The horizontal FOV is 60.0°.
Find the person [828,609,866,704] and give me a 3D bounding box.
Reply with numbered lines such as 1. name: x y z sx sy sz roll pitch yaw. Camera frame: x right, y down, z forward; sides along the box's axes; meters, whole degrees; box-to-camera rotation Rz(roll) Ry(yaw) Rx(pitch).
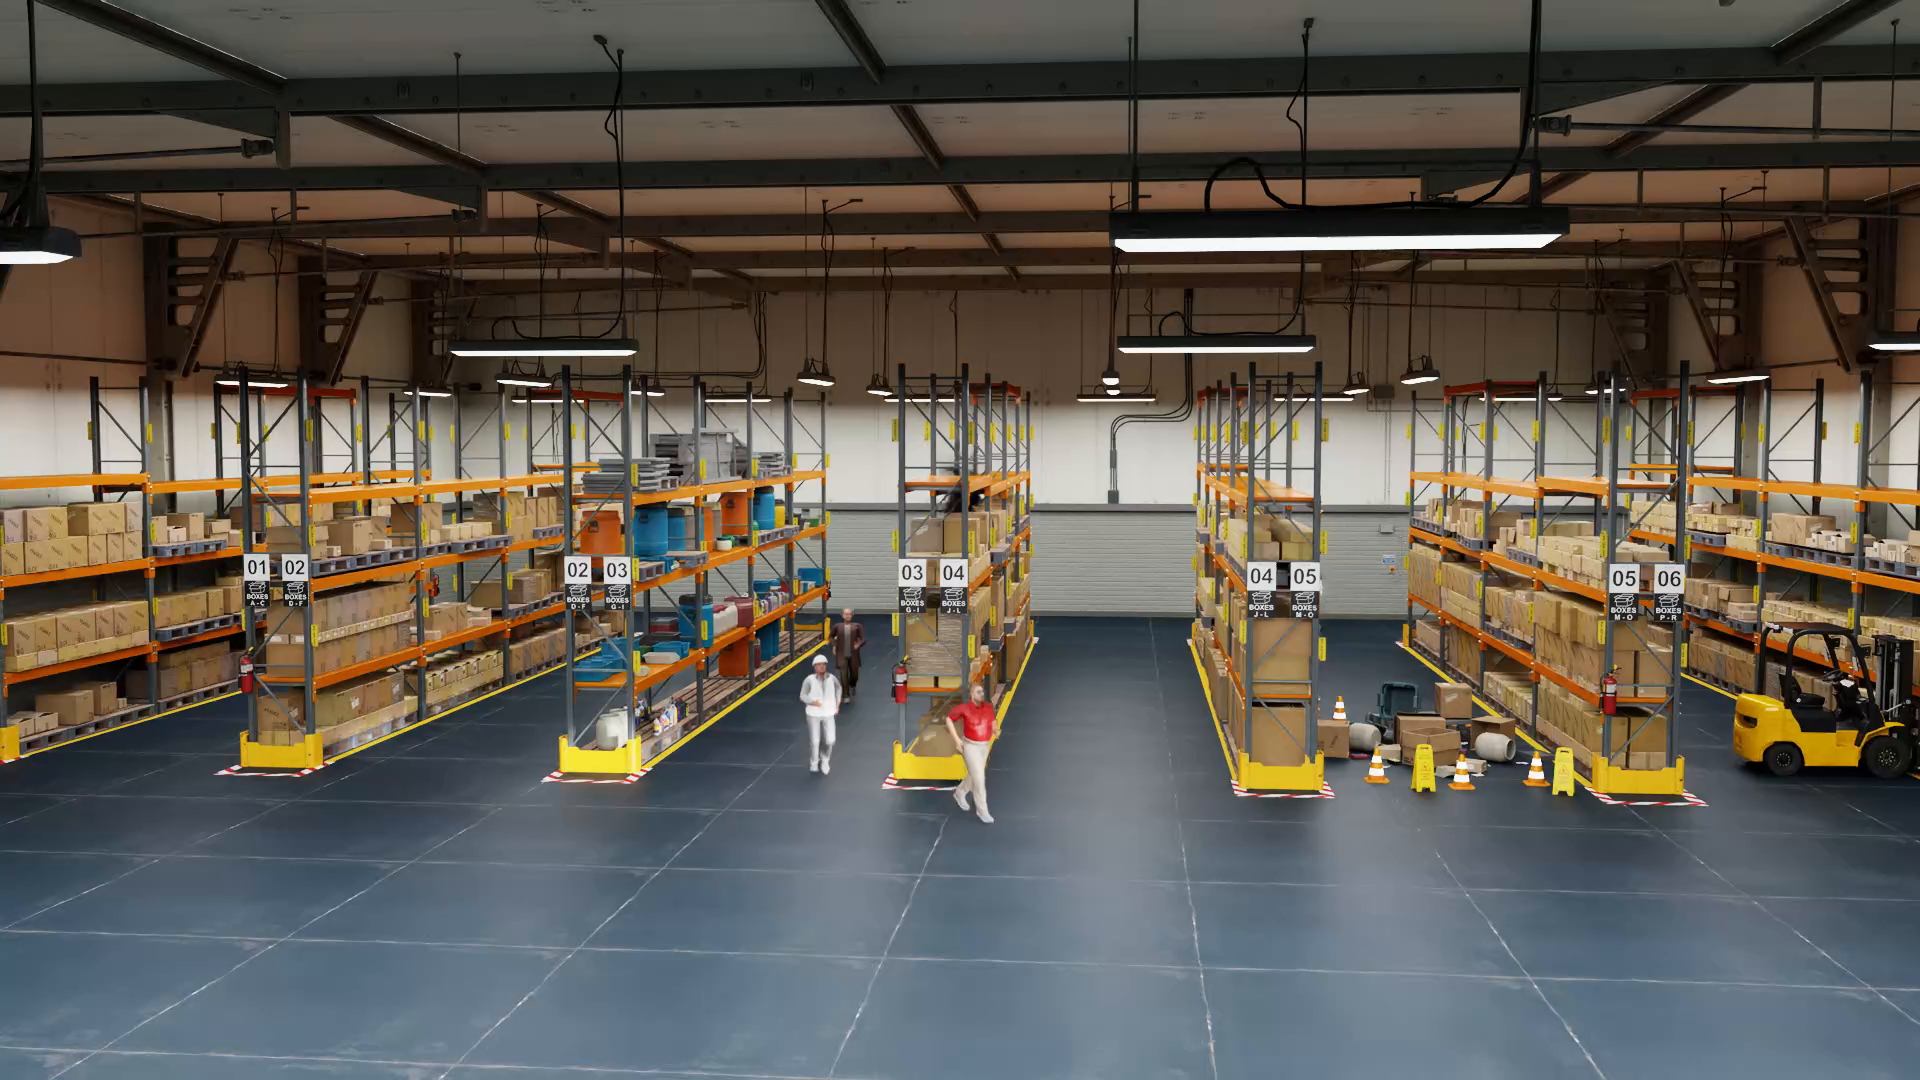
1. person: -2.103 2.146 30.973 0.715 1.735 0.826 0 4 -5

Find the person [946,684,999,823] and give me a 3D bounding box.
1. person: 0.211 2.750 21.704 0.659 1.757 0.854 -3 5 -42

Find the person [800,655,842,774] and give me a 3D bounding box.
1. person: -2.016 2.564 24.372 0.667 1.768 0.669 -1 4 -16
